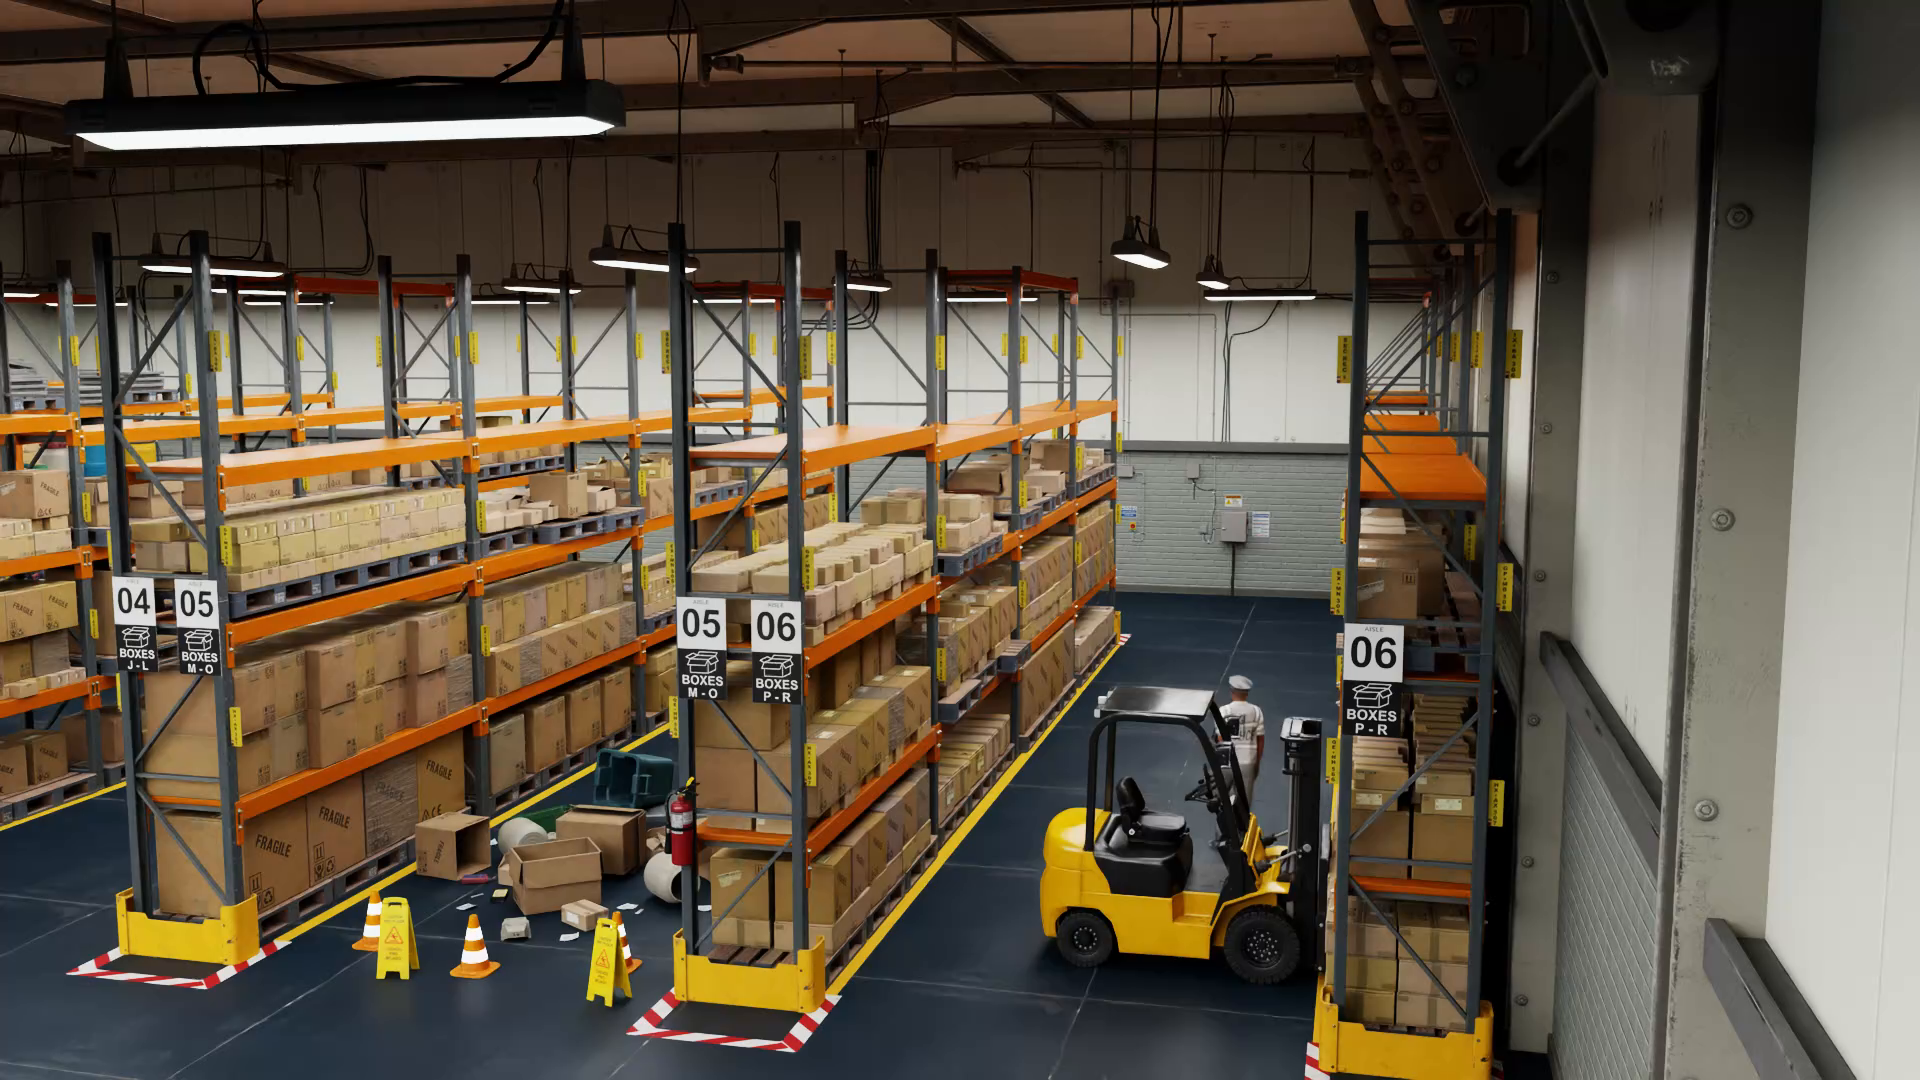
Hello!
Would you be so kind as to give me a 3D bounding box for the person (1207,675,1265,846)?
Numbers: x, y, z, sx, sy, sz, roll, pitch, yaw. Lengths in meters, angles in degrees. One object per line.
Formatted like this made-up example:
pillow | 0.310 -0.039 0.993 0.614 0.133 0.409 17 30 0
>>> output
person | 2.801 2.287 16.747 0.546 1.832 0.599 0 7 2
